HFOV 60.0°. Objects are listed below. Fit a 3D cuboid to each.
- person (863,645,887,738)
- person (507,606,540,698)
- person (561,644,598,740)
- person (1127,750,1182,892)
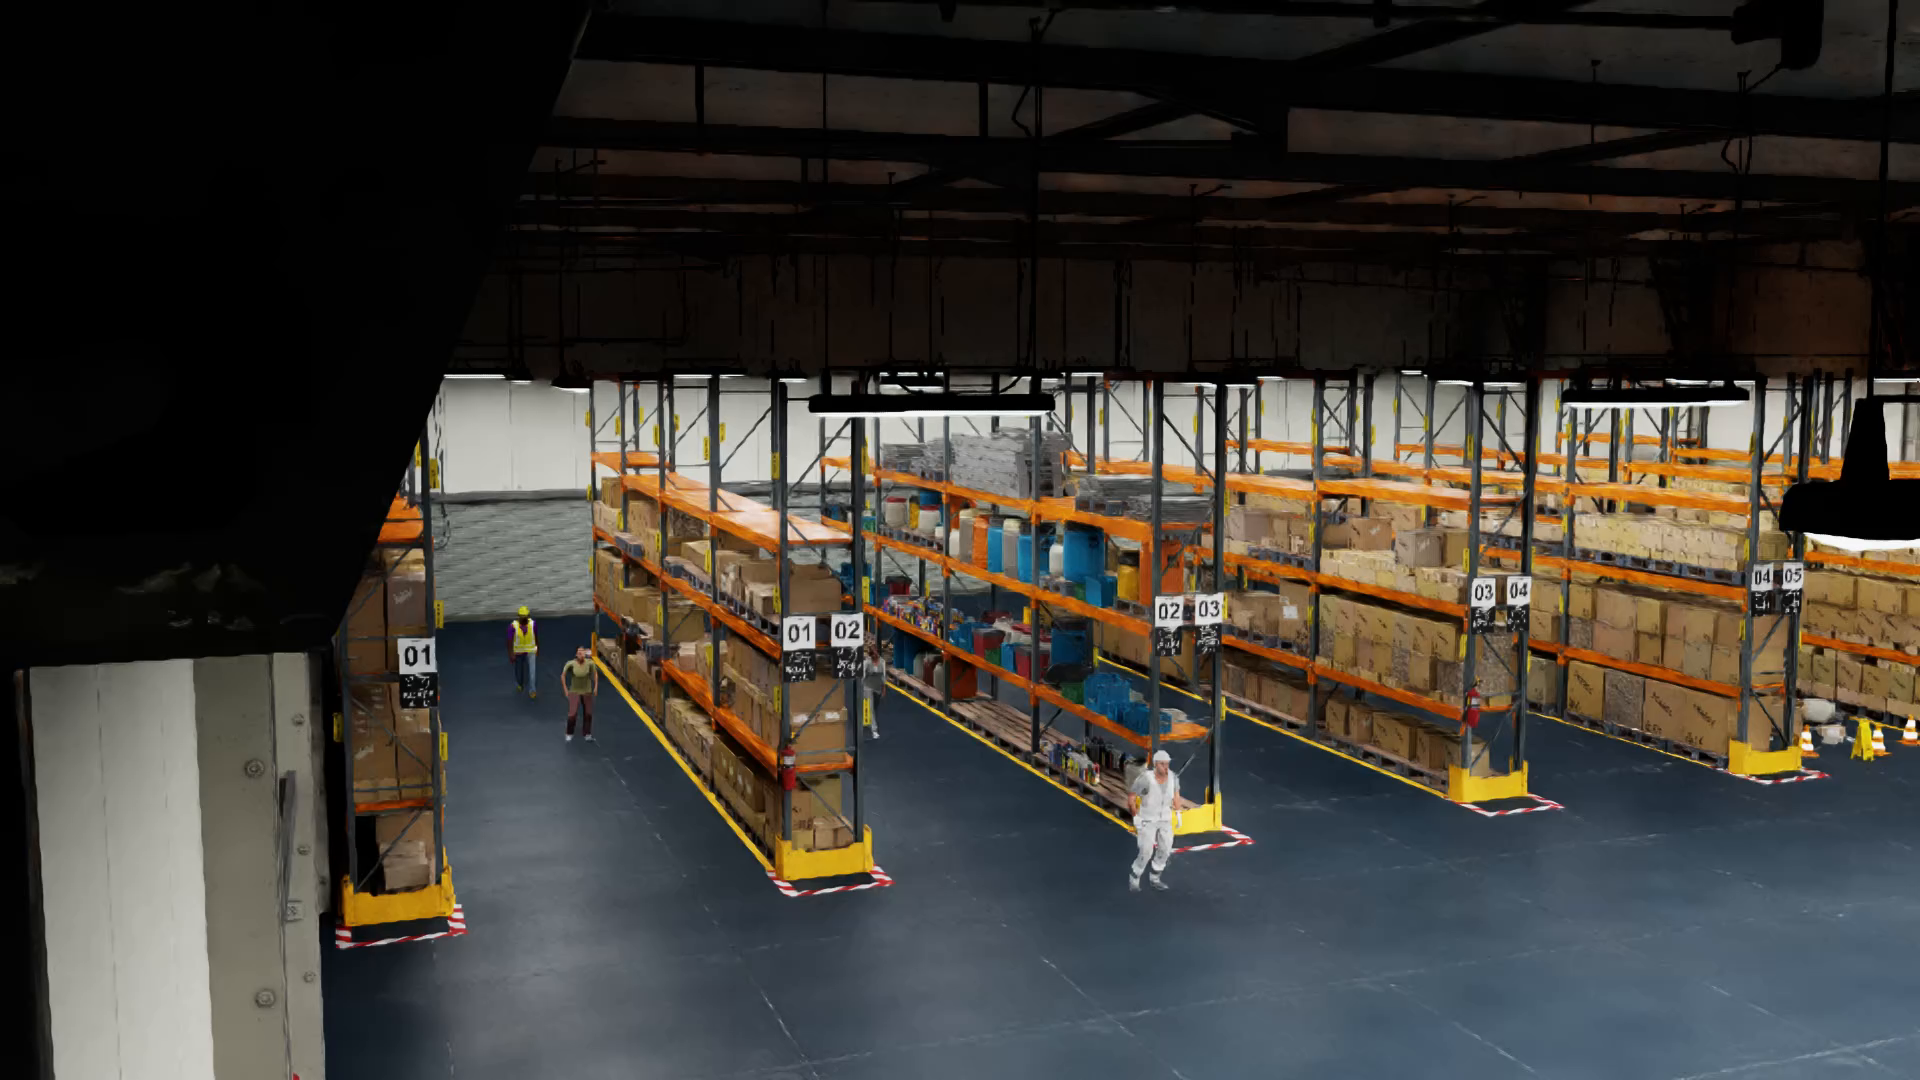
[{"bbox_3d":[-1.427,2.475,27.707,0.415,1.517,1.041,-3,7,-22],"label":"person"},{"bbox_3d":[-8.075,2.050,30.771,0.577,1.691,1.121,-2,7,-18],"label":"person"},{"bbox_3d":[-6.229,2.503,27.270,0.598,1.601,0.507,-2,7,-21],"label":"person"},{"bbox_3d":[2.299,3.296,19.555,0.677,1.742,0.552,-3,7,-22],"label":"person"}]
